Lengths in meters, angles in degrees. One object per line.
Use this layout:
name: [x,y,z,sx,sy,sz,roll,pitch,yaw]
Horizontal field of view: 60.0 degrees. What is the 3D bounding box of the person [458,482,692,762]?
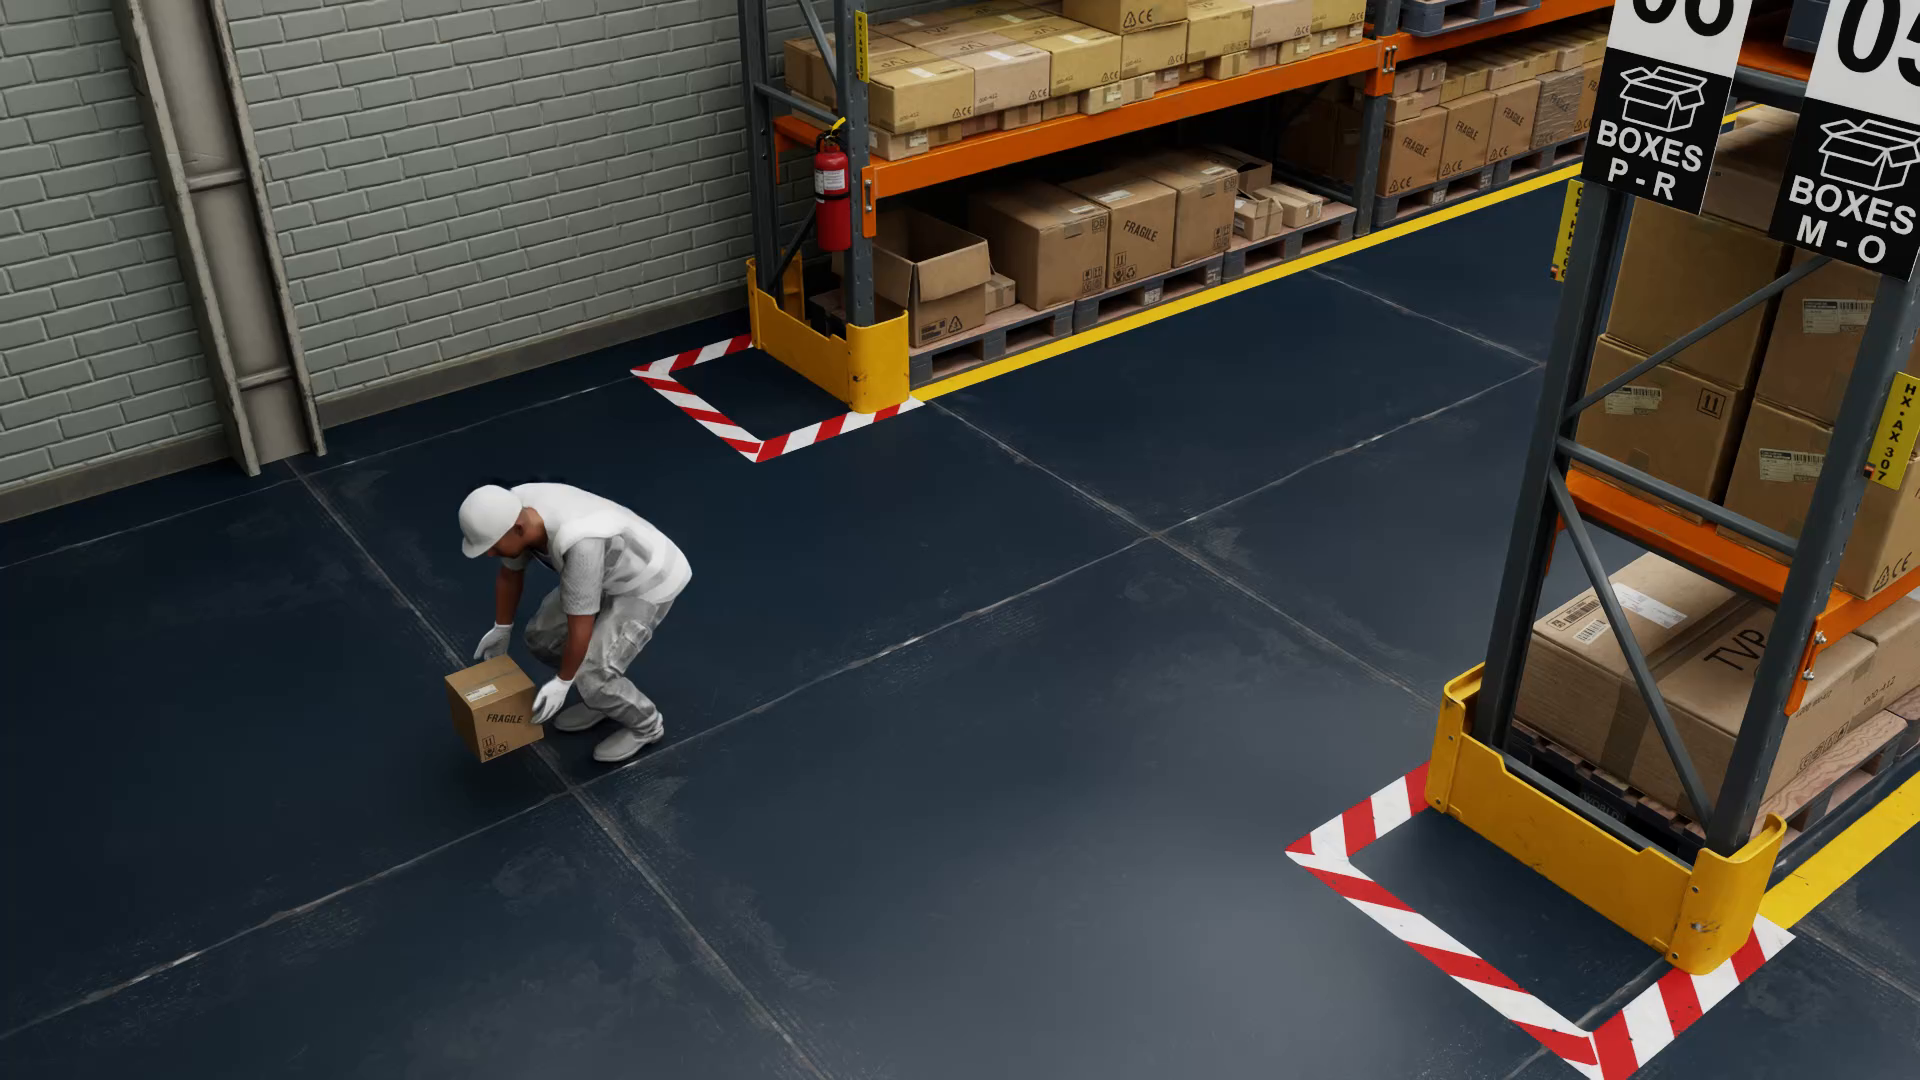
person: [-1.393,0.259,6.195,0.833,1.264,0.607,-22,38,-31]
